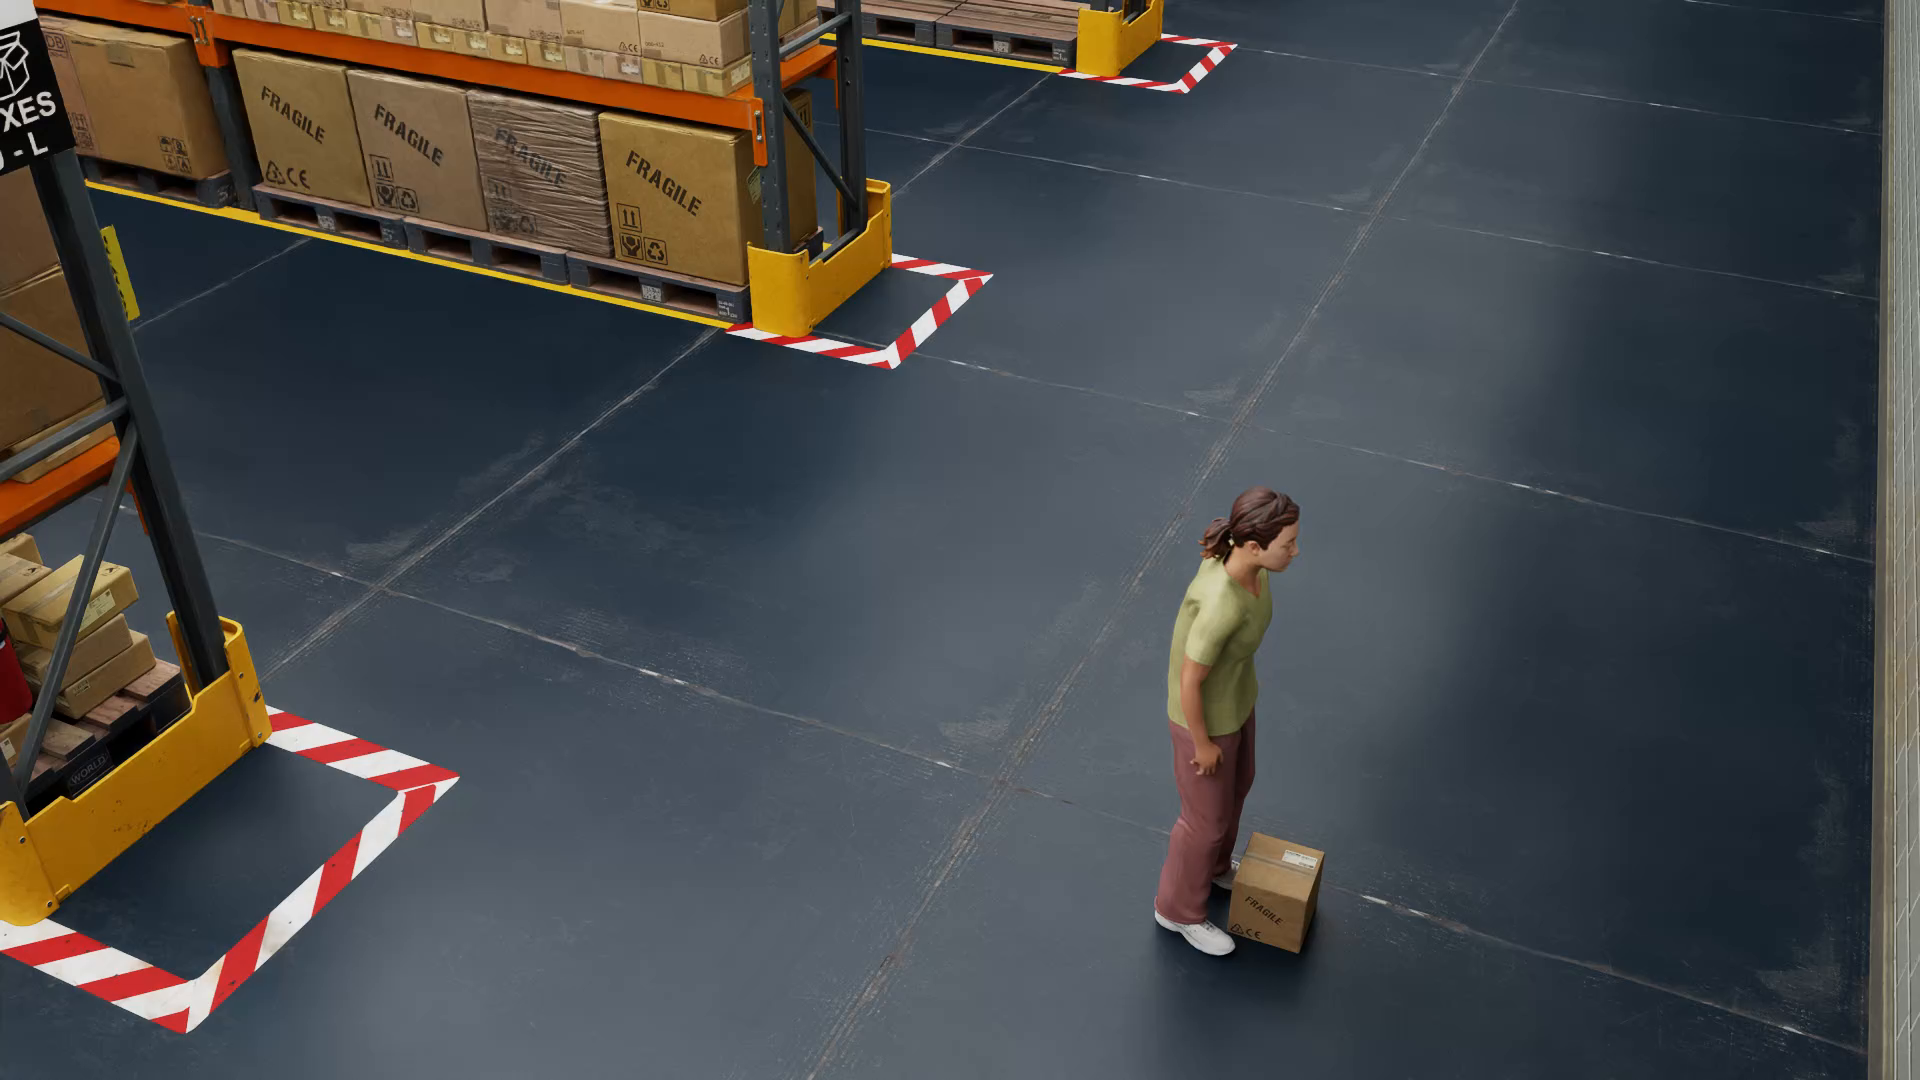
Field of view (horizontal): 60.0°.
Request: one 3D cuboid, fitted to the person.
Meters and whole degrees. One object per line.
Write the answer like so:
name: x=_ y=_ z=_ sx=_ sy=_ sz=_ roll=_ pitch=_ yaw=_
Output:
person: x=0.844 y=0.550 z=5.321 sx=0.354 sy=1.673 sz=0.499 roll=14 pitch=36 yaw=20
